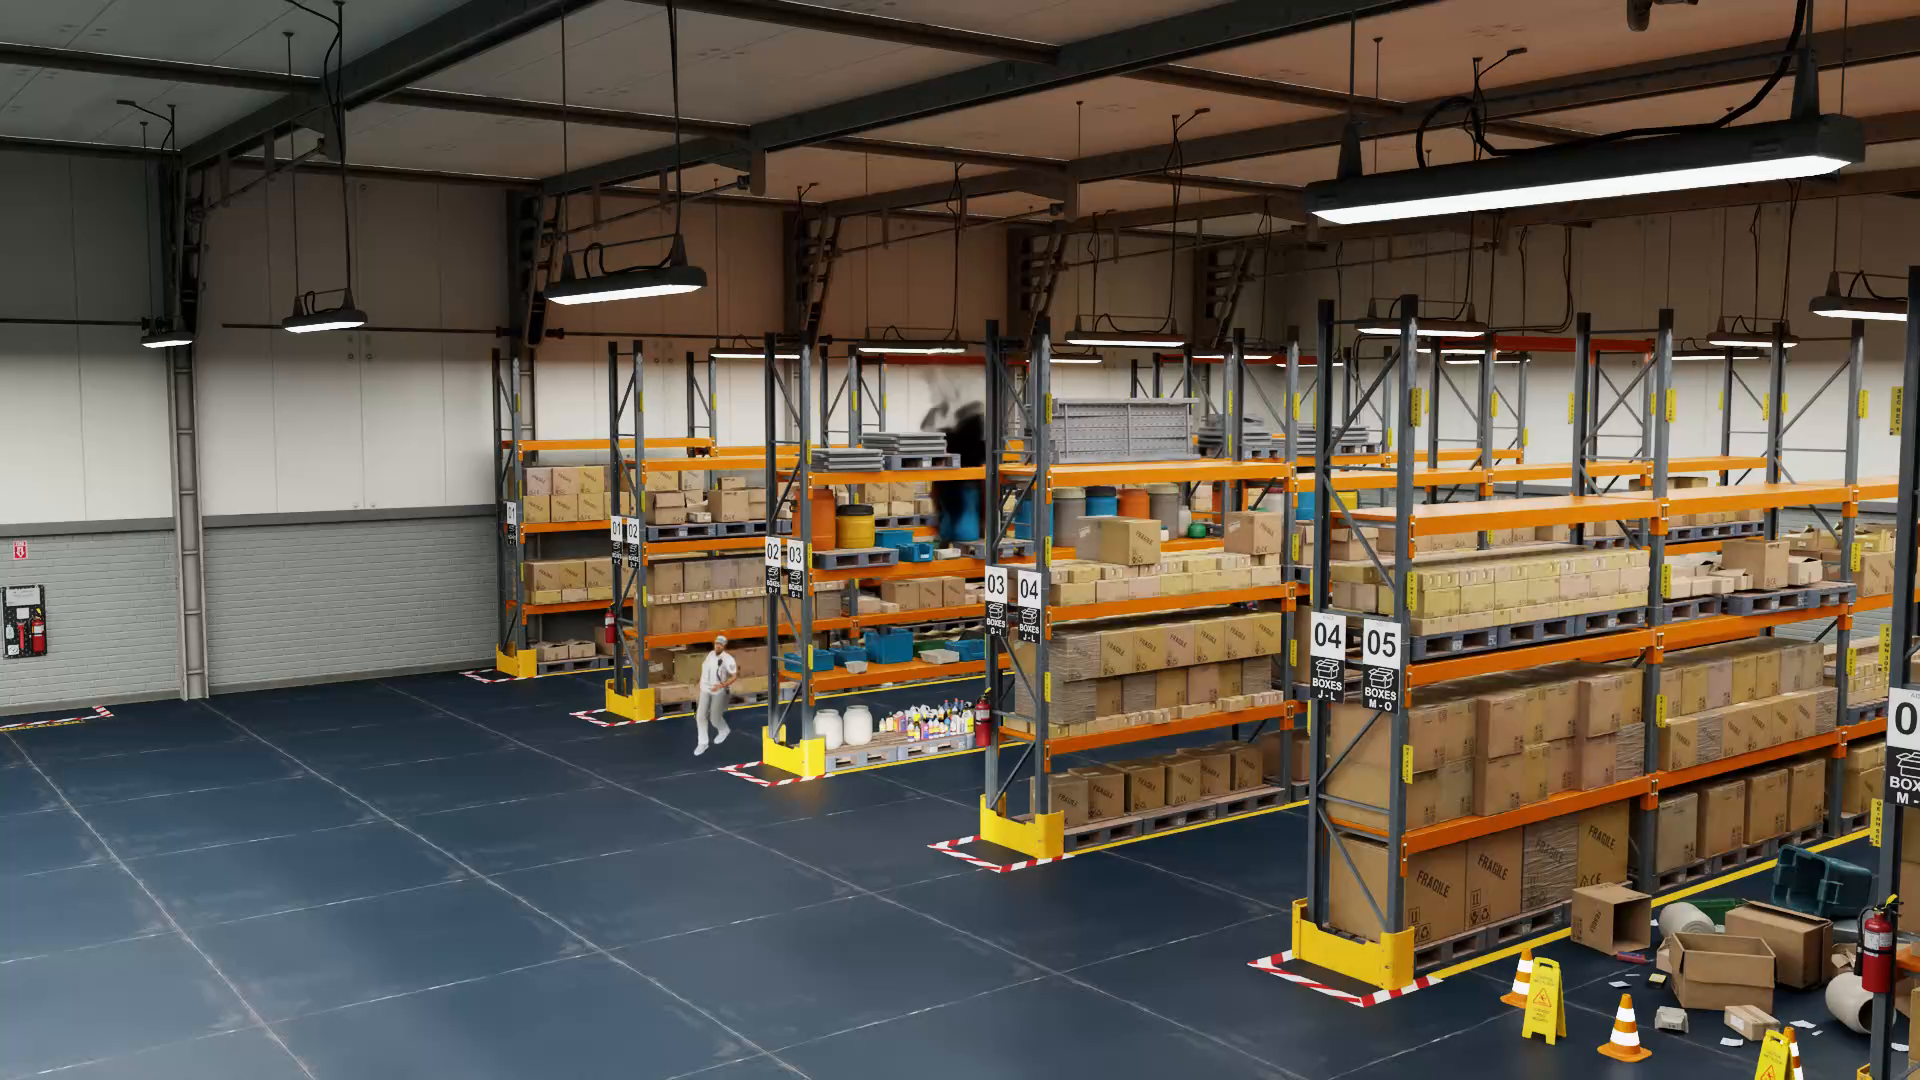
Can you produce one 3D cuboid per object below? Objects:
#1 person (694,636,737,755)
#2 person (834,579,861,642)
[{"bbox_3d":[-3.417,2.167,23.520,0.639,1.654,0.745,2,5,22],"label":"person"},{"bbox_3d":[-2.240,1.528,31.796,0.756,1.770,0.635,-5,7,-43],"label":"person"}]
